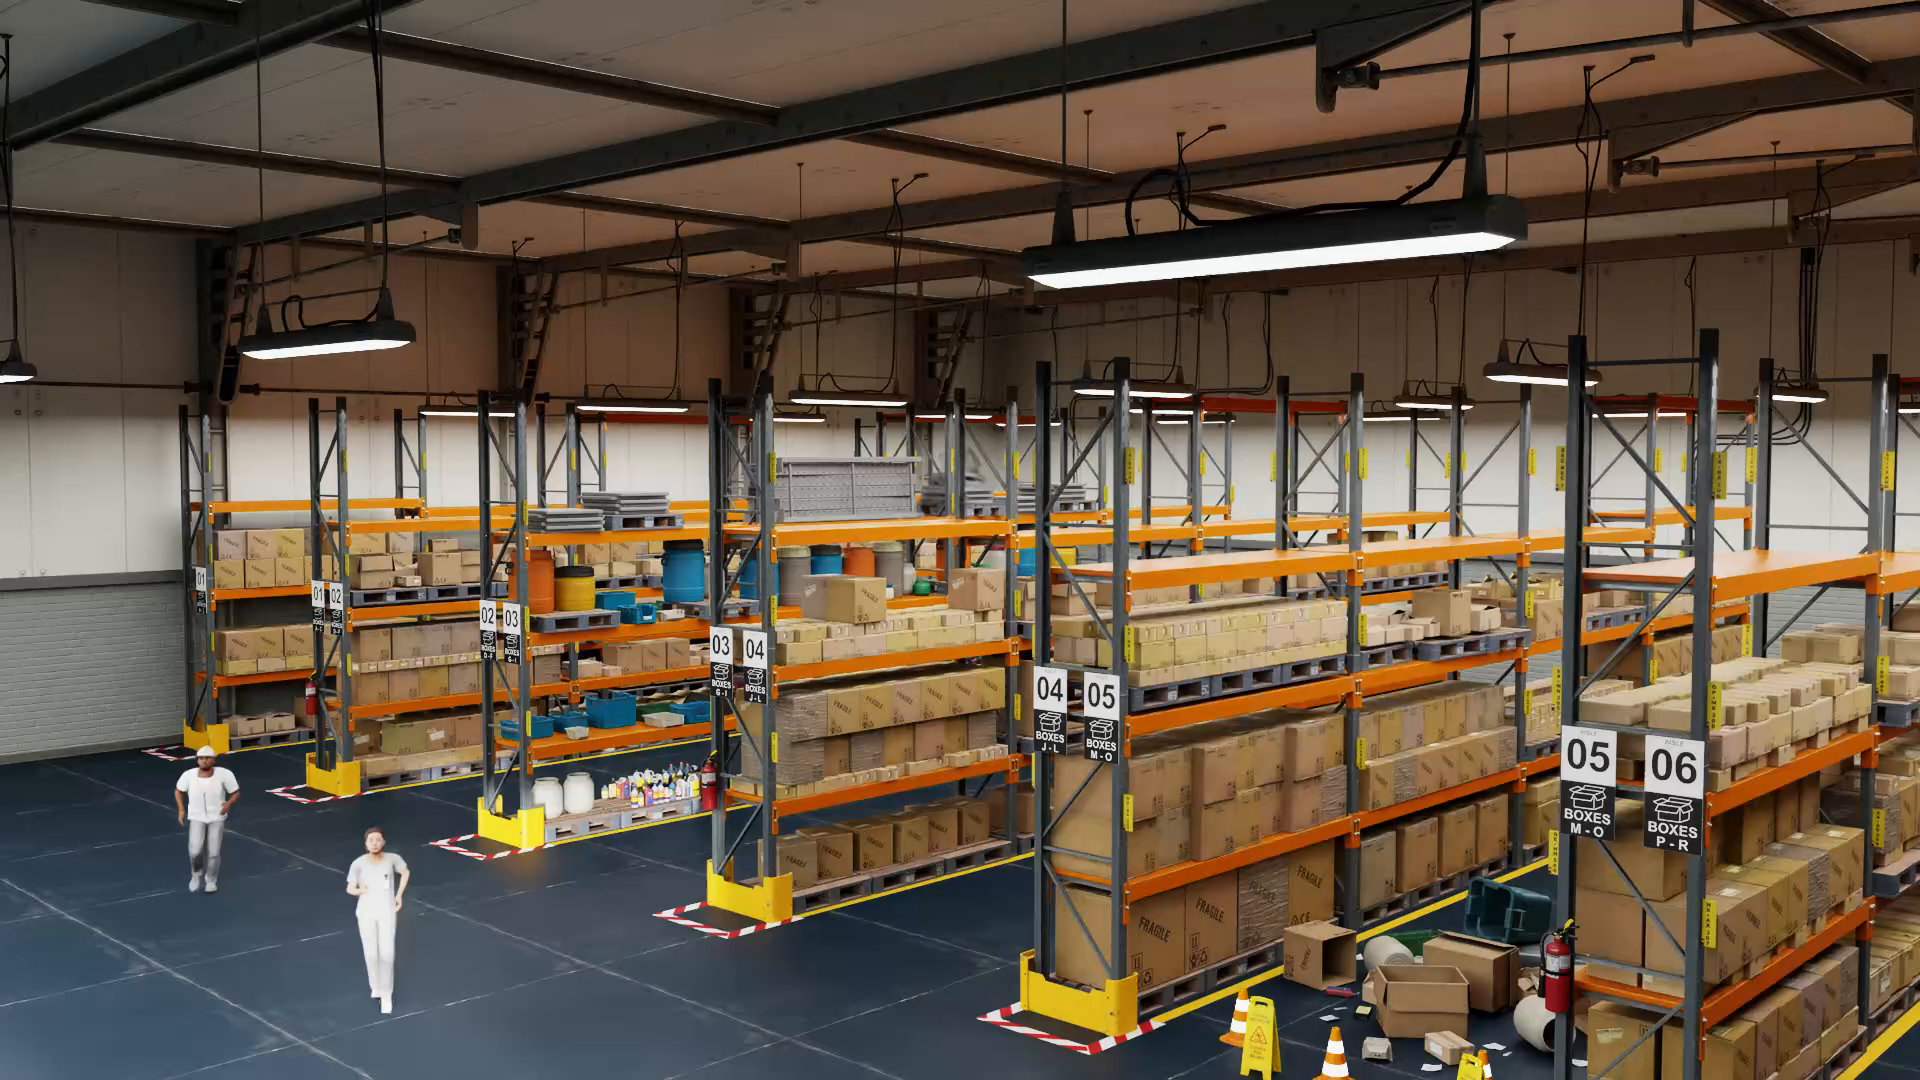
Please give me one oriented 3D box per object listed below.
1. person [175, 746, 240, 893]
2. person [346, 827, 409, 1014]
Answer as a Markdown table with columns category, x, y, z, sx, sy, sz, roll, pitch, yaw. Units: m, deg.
| category | x | y | z | sx | sy | sz | roll | pitch | yaw |
| --- | --- | --- | --- | --- | --- | --- | --- | --- | --- |
| person | -8.780 | 3.266 | 19.401 | 0.704 | 1.732 | 0.612 | -1 | 3 | -21 |
| person | -5.408 | 3.515 | 15.451 | 0.544 | 1.705 | 0.691 | -1 | 3 | -15 |
